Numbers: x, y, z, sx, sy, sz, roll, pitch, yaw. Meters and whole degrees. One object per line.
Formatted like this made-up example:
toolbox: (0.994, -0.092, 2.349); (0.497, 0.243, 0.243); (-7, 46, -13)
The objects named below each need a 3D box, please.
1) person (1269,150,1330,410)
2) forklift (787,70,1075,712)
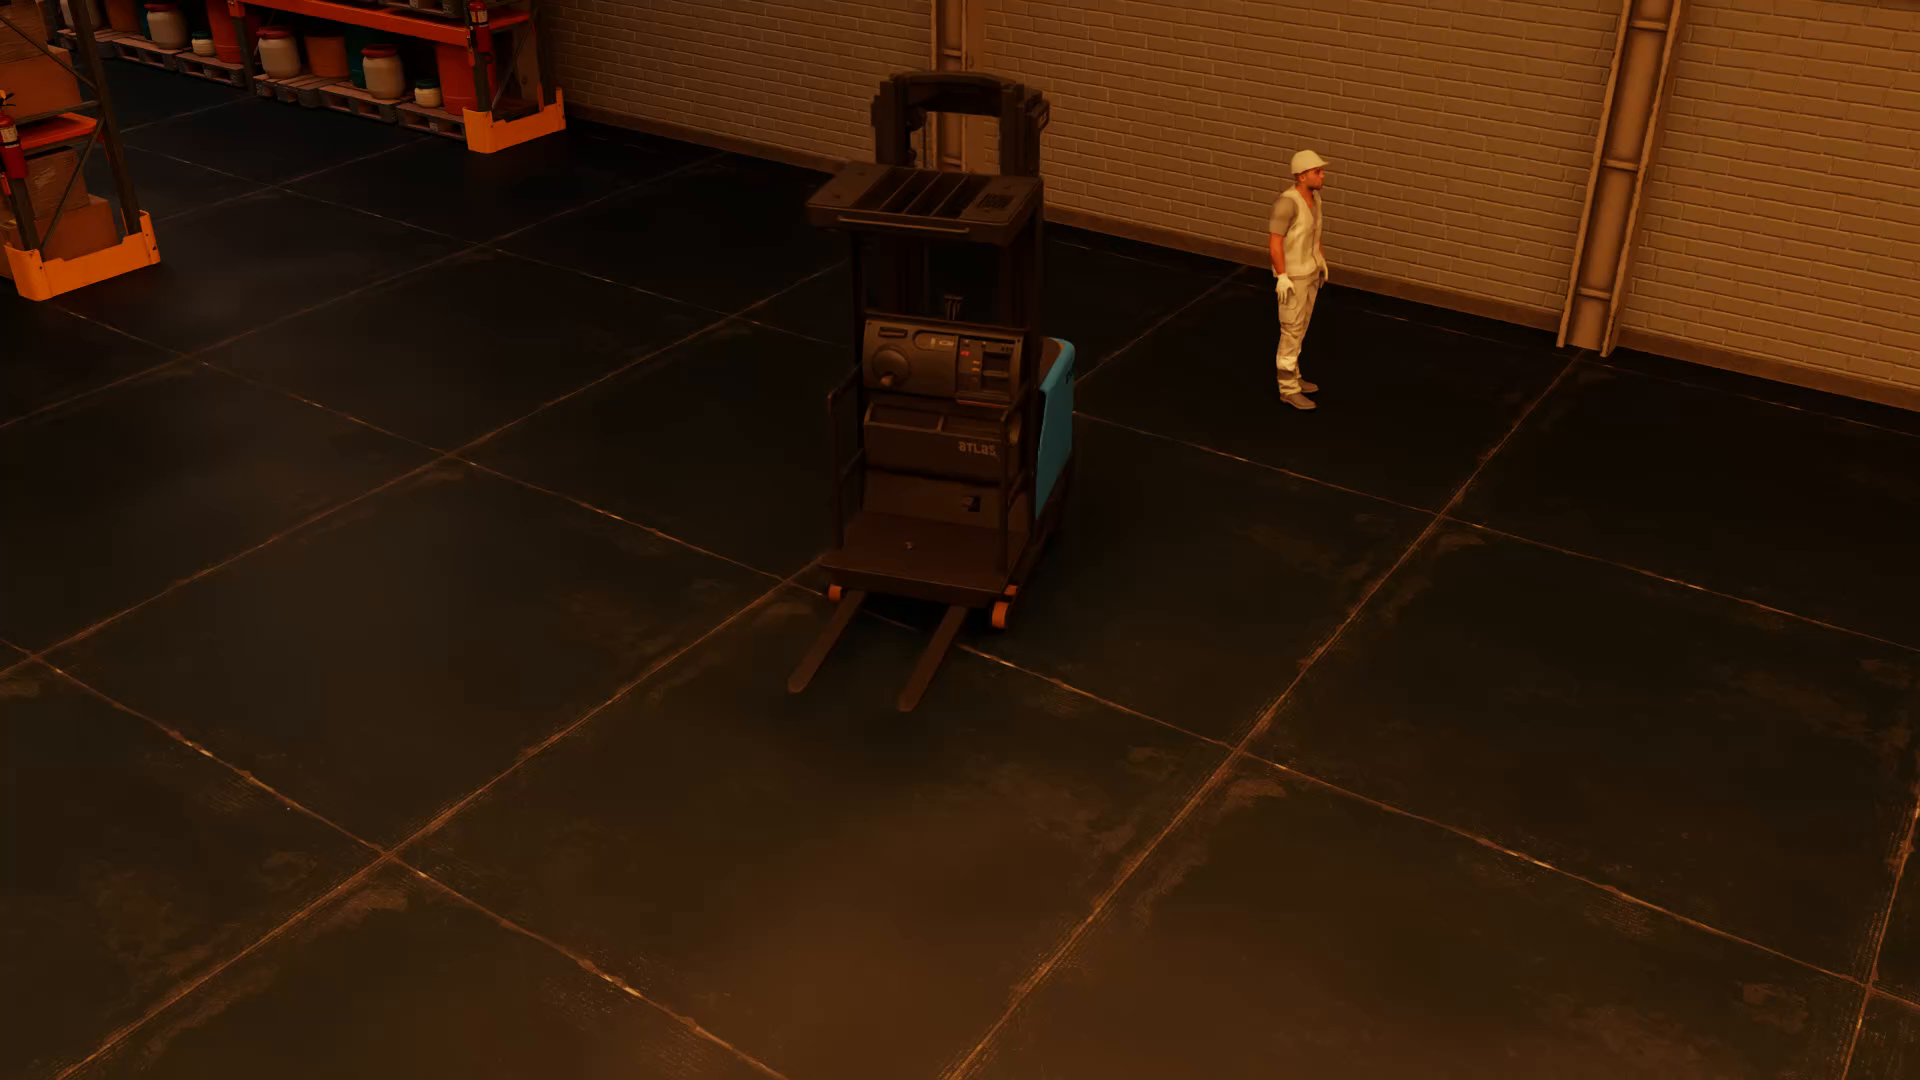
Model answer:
person: (2.504, -1.885, 11.954); (0.564, 1.790, 0.647); (21, 36, 32)
forklift: (-0.159, -0.969, 9.250); (1.130, 2.935, 3.031); (8, 31, 14)
